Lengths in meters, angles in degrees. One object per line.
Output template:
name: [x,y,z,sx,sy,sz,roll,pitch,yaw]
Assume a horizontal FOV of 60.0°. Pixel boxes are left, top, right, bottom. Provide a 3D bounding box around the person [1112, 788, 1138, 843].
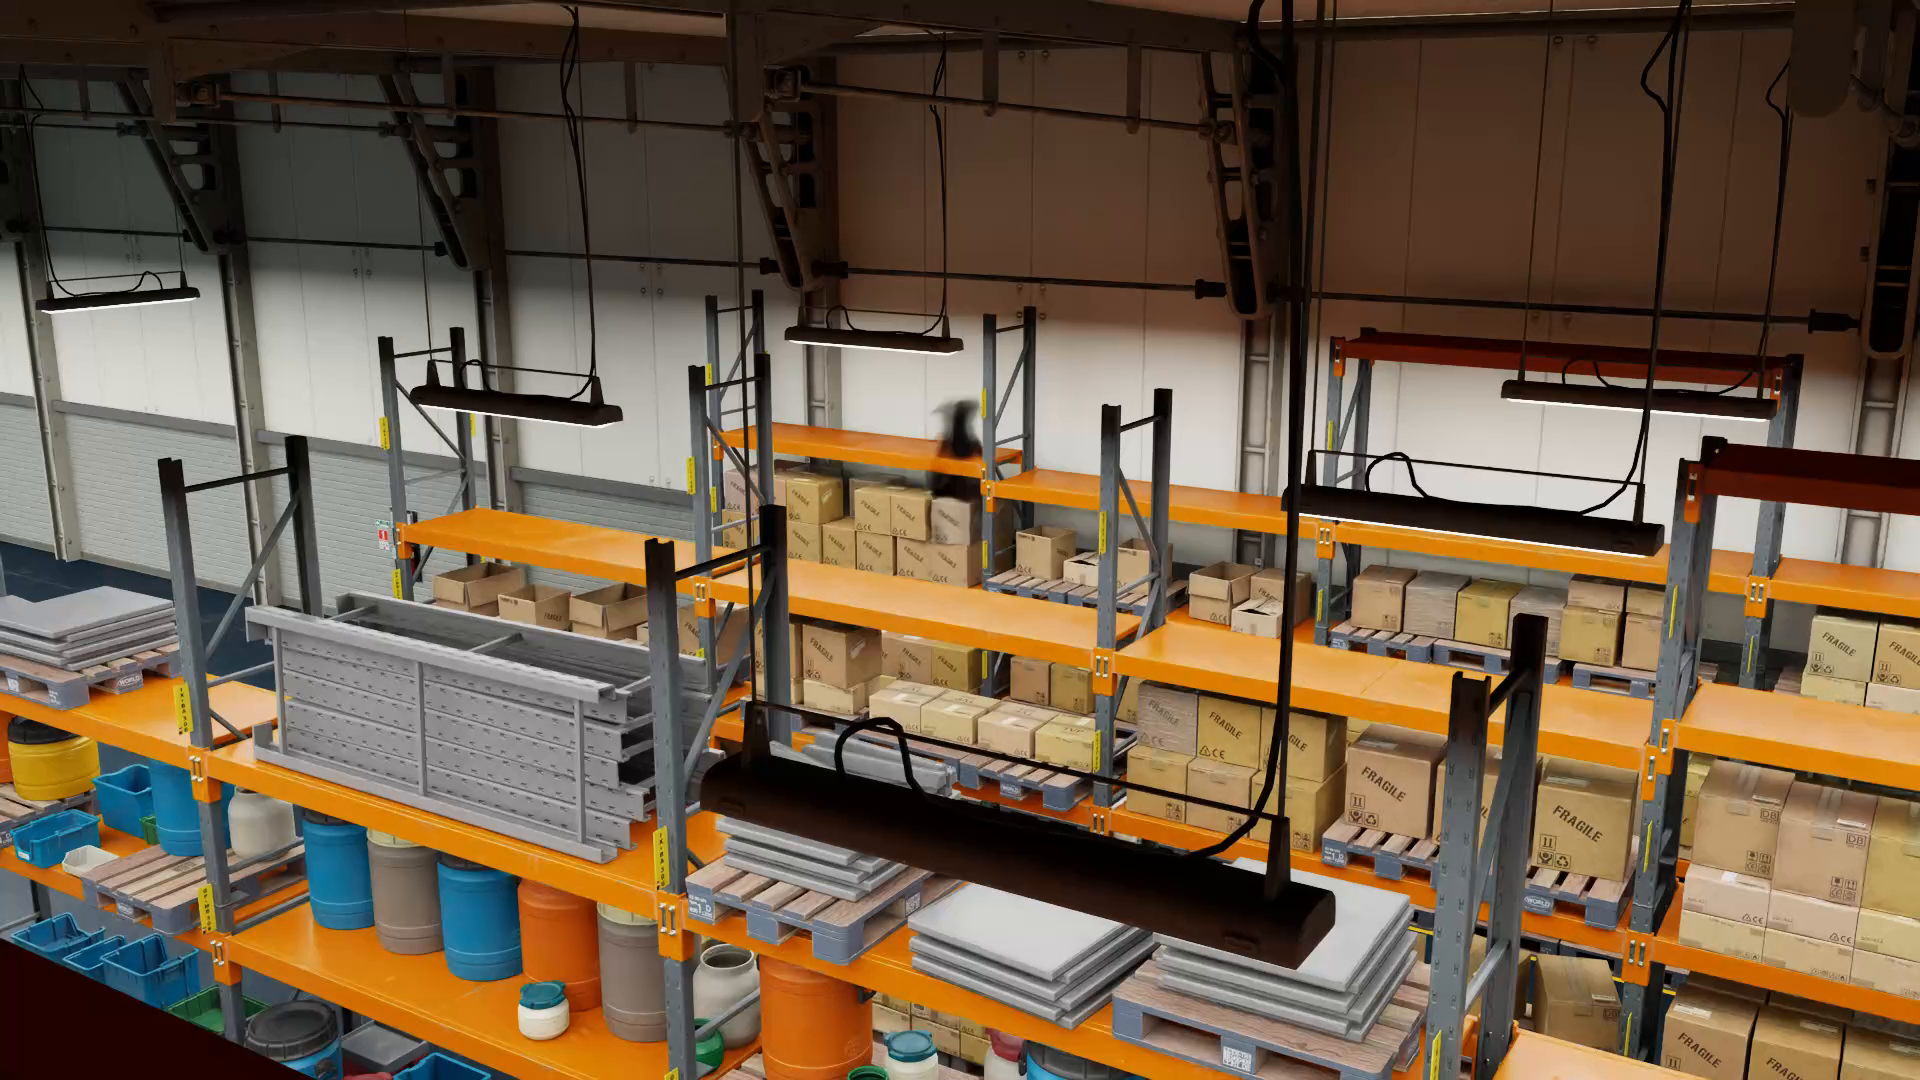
person: [1.646,3.146,17.032,0.810,1.739,0.582,7,15,26]
